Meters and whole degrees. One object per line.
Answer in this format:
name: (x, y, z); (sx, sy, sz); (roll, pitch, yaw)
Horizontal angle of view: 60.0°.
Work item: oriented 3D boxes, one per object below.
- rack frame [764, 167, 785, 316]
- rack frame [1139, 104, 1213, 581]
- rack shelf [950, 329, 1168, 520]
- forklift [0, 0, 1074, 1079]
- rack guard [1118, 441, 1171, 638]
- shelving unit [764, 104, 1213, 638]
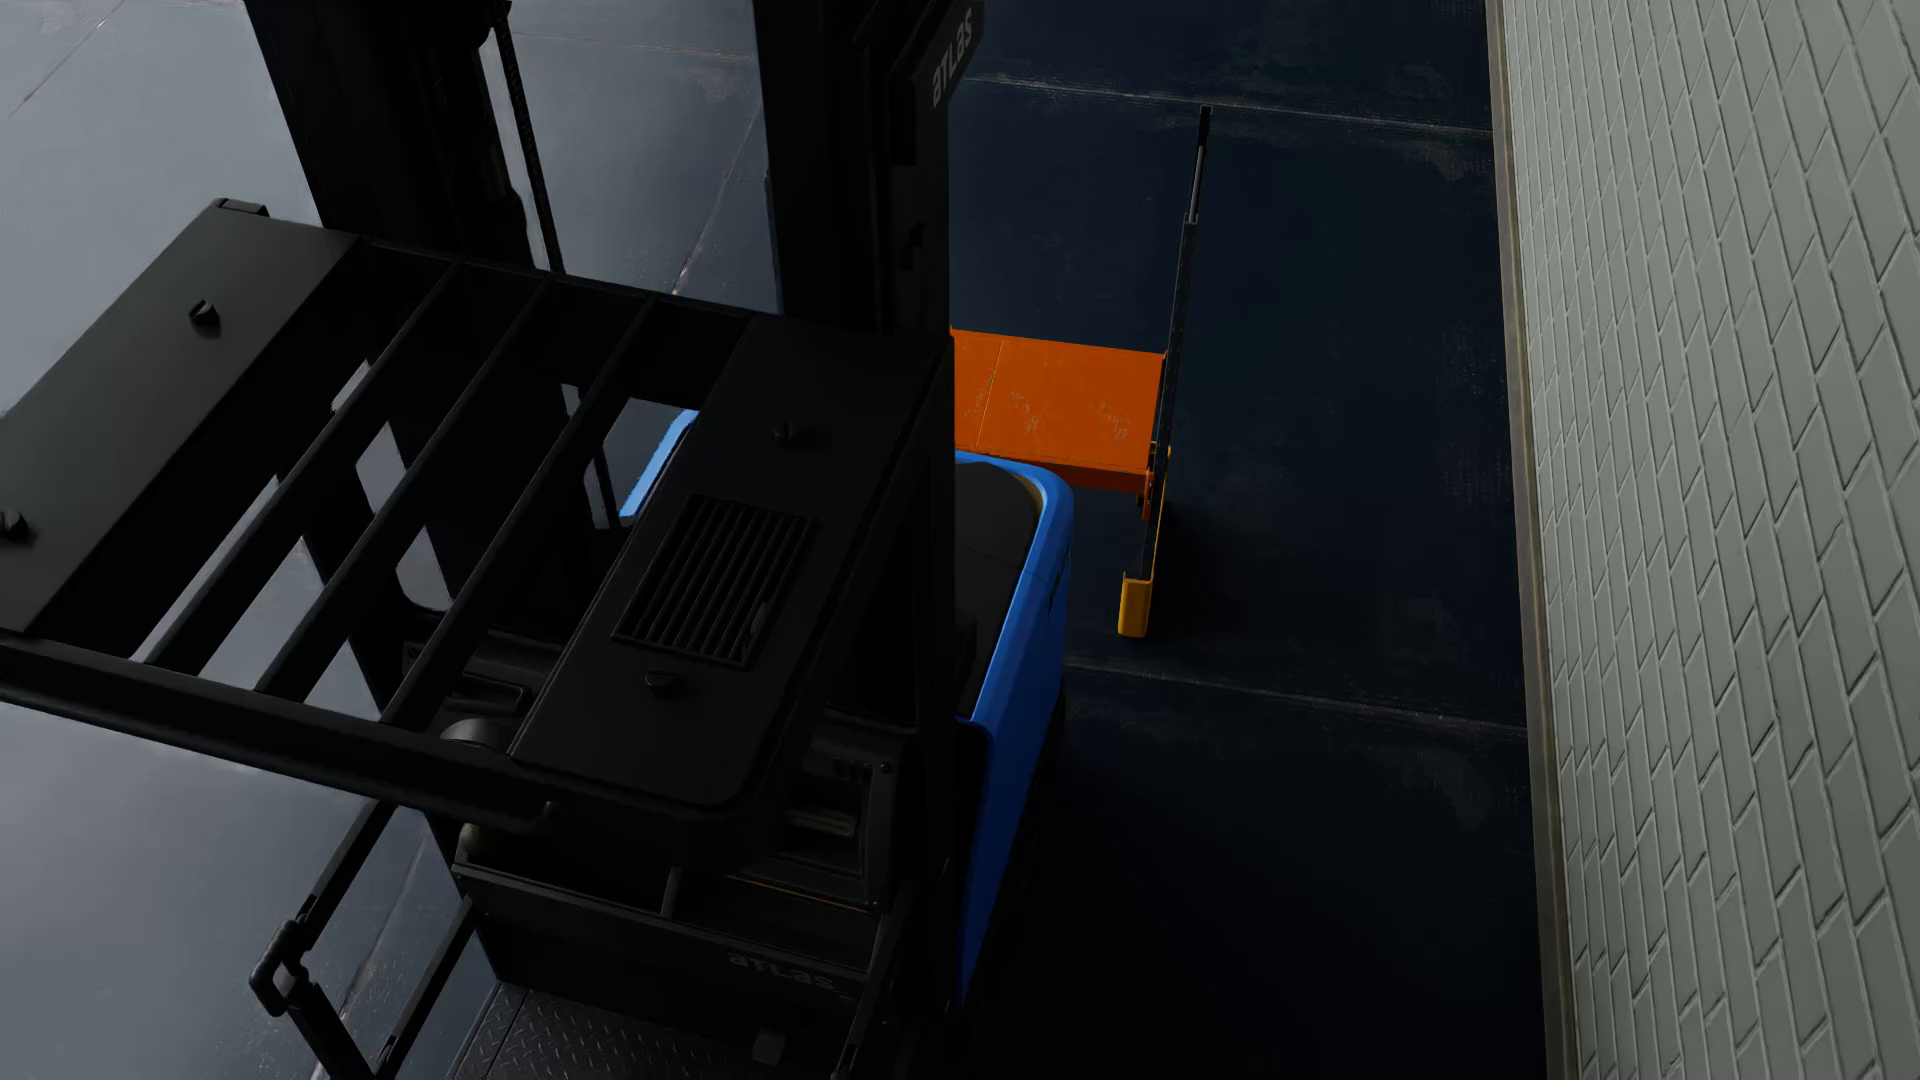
rack frame: (-0.416, -0.557, 4.742); (0.032, 1.500, 0.500); (8, 49, 7)
rack frame: (0.584, -0.423, 4.622); (0.032, 1.500, 0.500); (8, 49, 7)
rack shelf: (0.084, -0.370, 4.816); (1.000, 0.185, 0.538); (8, 49, 7)
forklift: (-0.611, 0.532, 2.802); (1.130, 2.935, 3.031); (12, 49, 11)
rack guard: (0.565, -0.008, 5.089); (0.087, 0.250, 0.587); (8, 49, 7)
shelving unit: (0.075, -0.491, 4.683); (1.083, 1.500, 0.587); (8, 49, 7)
